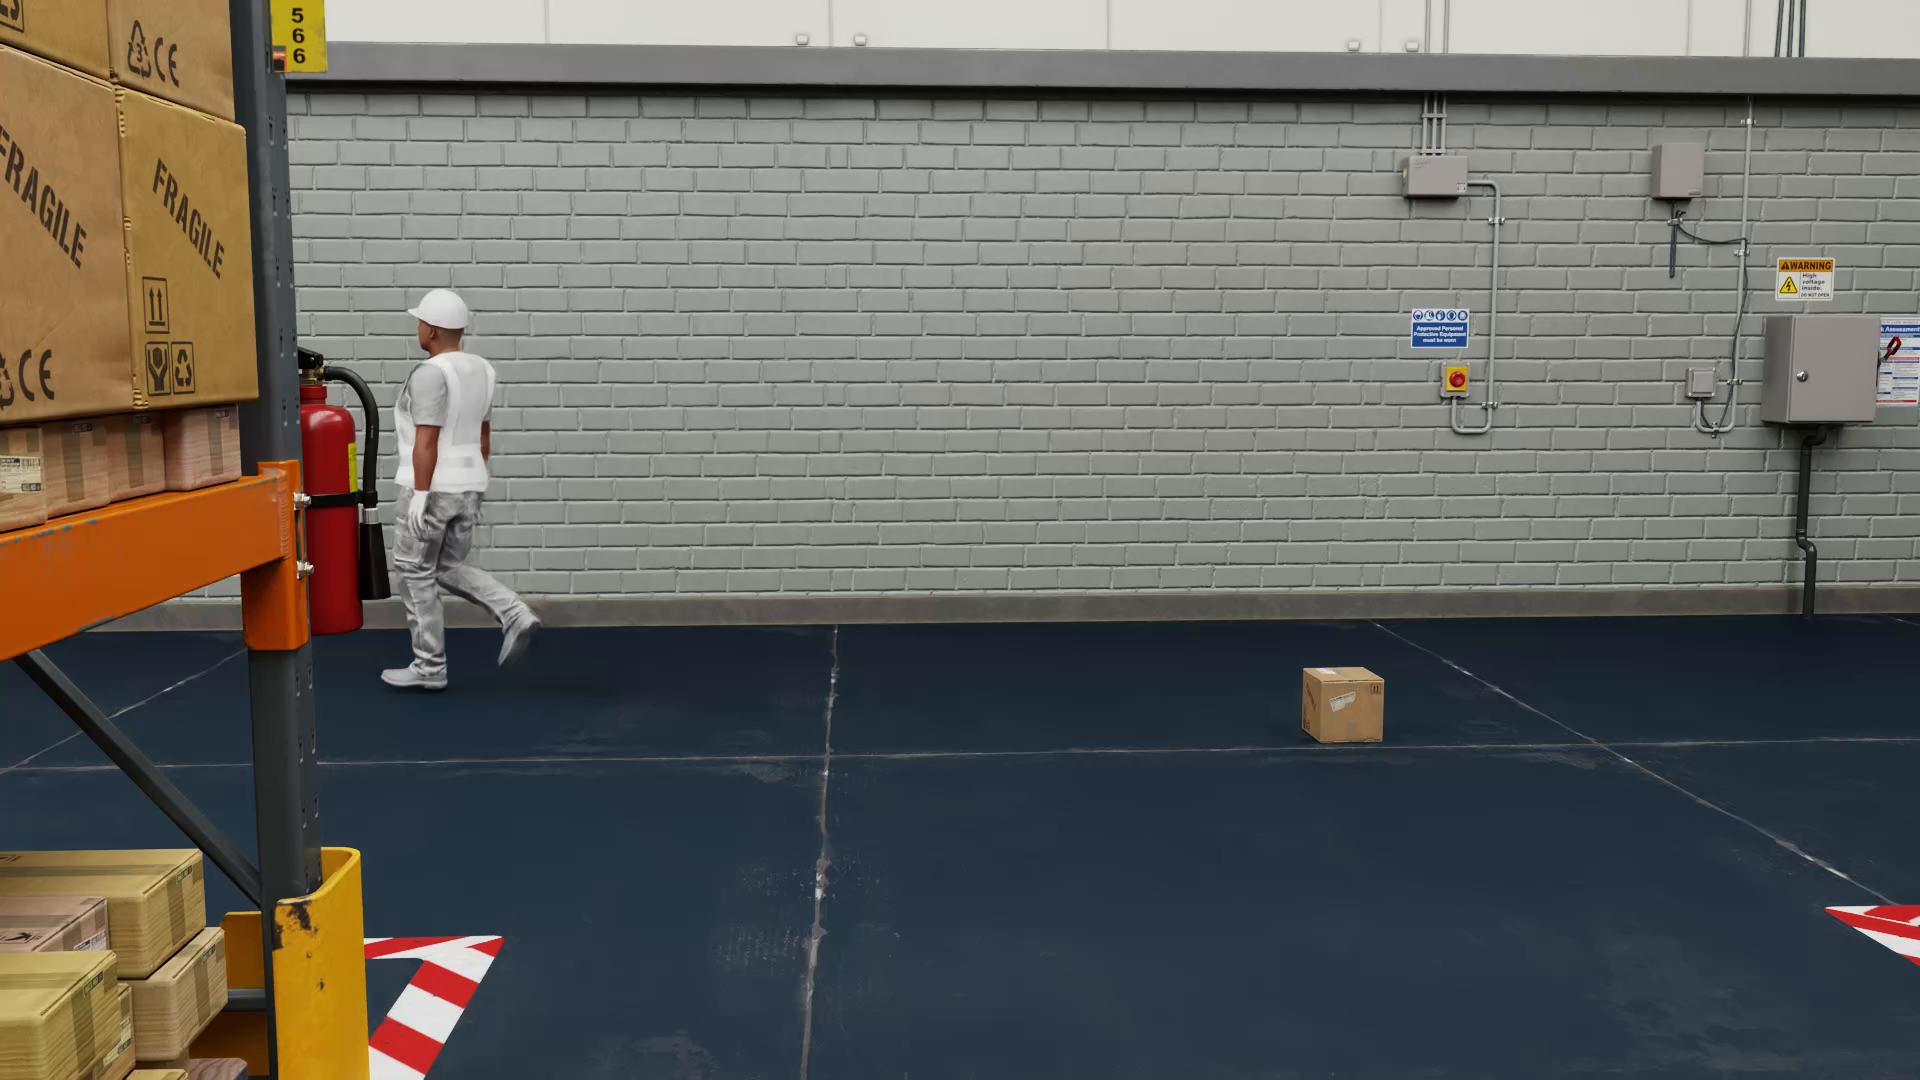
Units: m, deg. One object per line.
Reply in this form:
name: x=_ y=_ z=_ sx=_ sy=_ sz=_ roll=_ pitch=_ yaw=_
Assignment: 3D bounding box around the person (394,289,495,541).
person: x=-2.283 y=-0.561 z=7.345 sx=0.347 sy=1.084 sz=0.548 roll=2 pitch=7 yaw=15
